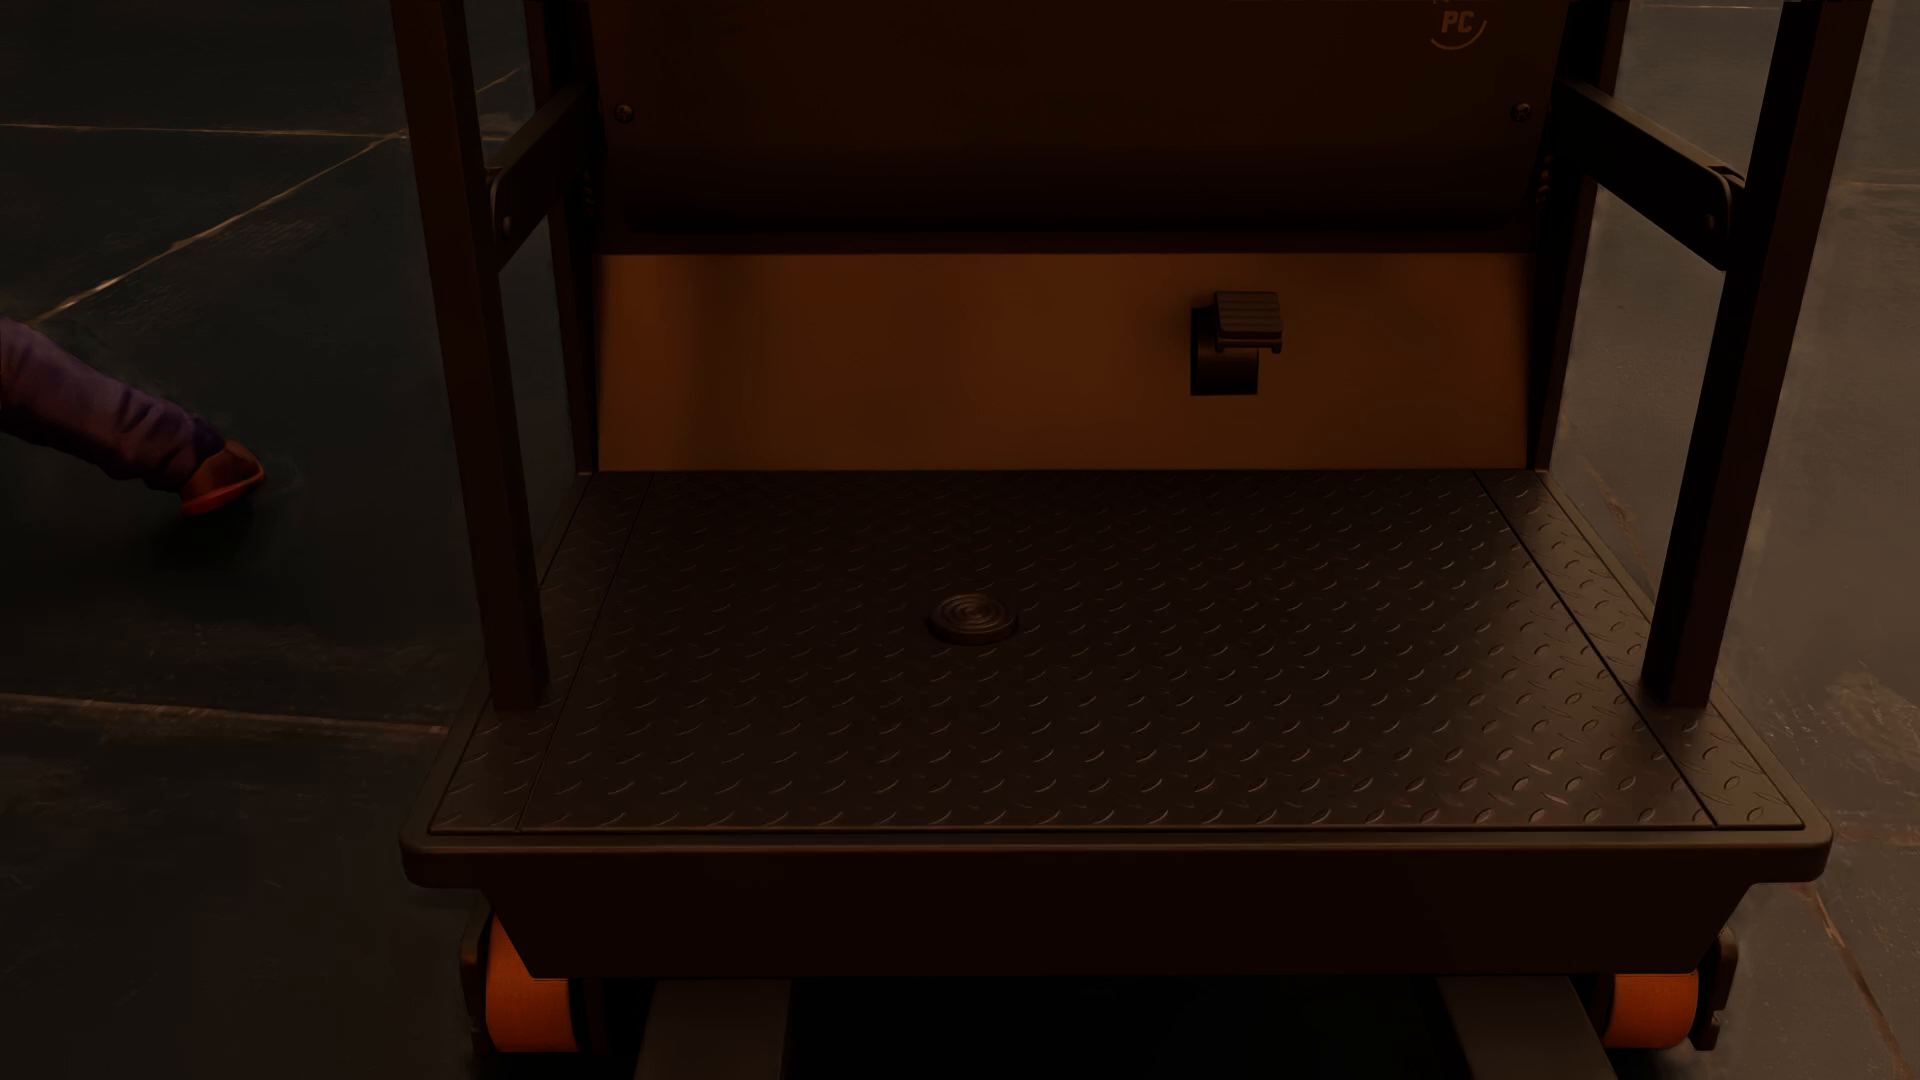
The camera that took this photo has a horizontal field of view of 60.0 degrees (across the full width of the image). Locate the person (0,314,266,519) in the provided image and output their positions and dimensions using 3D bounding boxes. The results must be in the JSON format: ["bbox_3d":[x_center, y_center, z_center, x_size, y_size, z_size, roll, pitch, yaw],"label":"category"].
[{"bbox_3d":[-1.570,-0.698,2.333,0.899,1.431,0.981,-19,32,-33],"label":"person"}]

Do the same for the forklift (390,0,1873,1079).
[{"bbox_3d":[0.117,-0.975,1.172,1.130,2.935,3.031,0,27,0],"label":"forklift"}]
